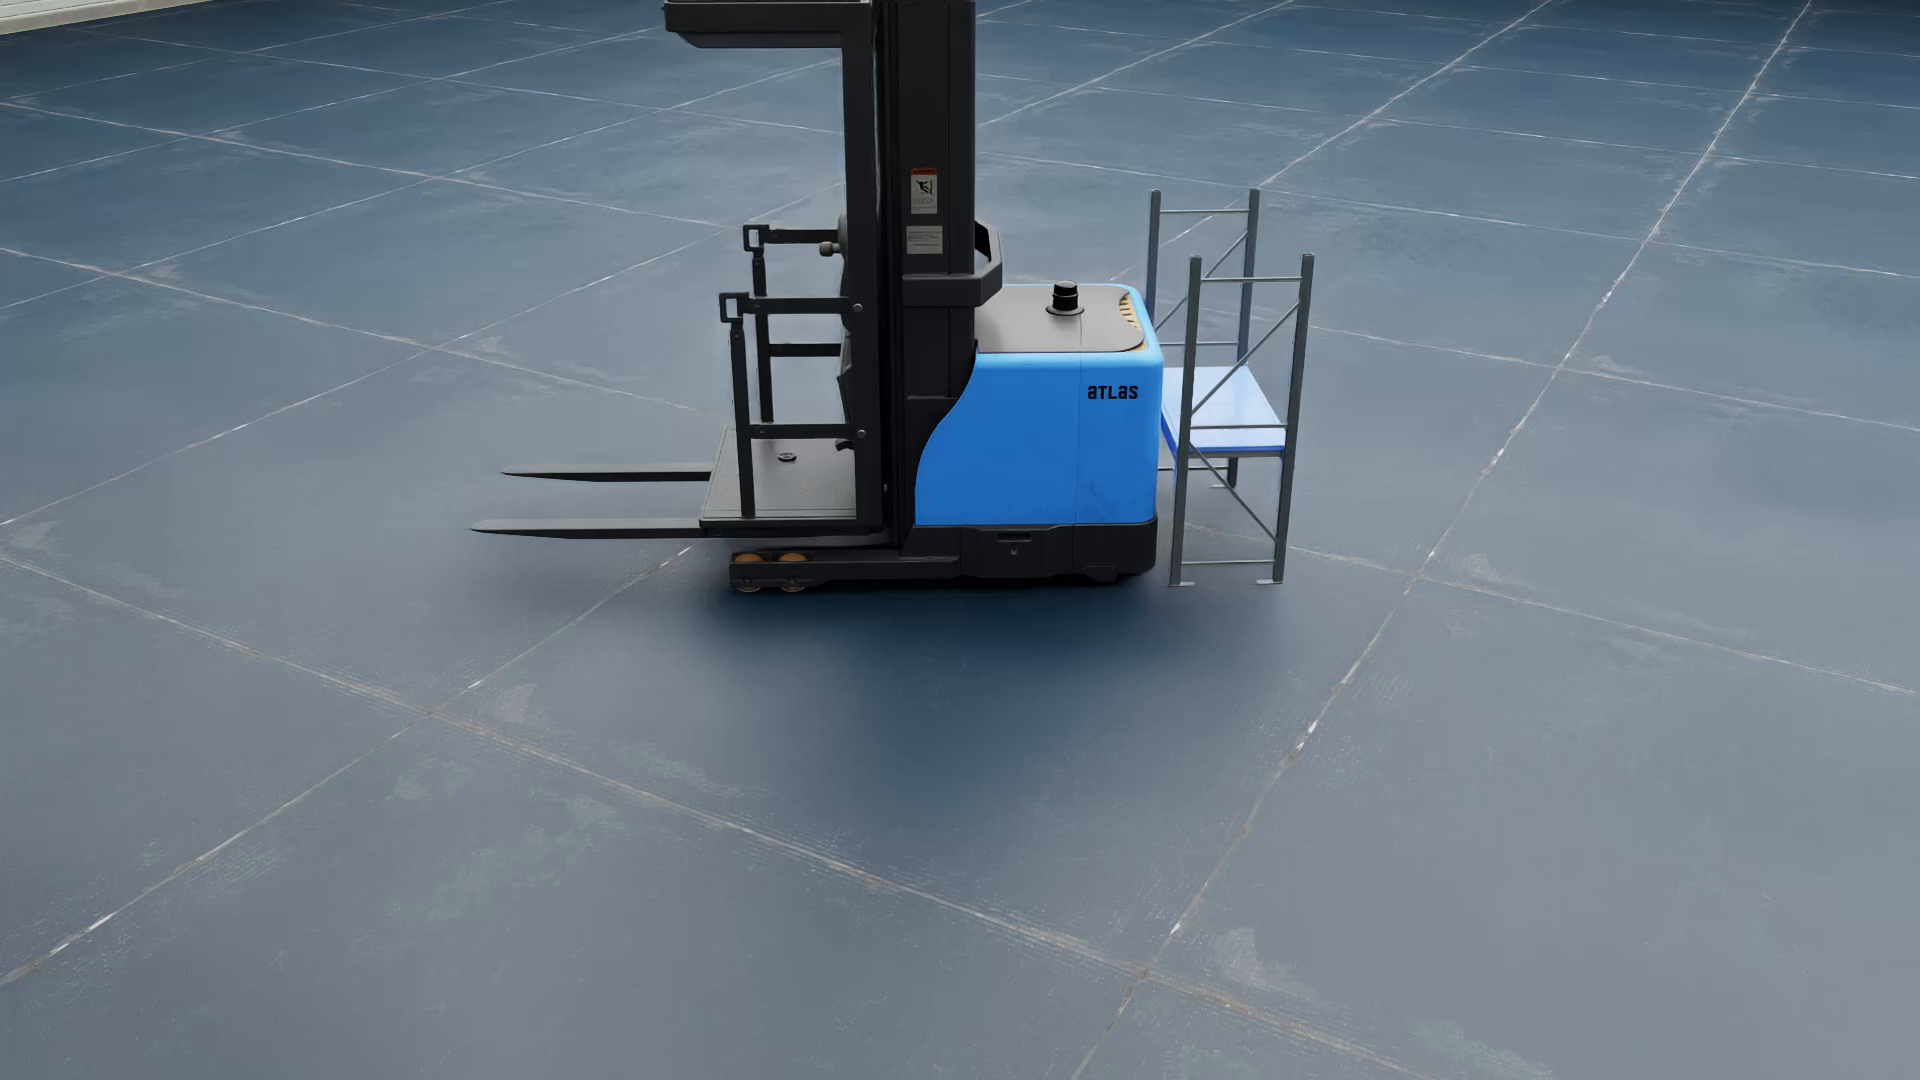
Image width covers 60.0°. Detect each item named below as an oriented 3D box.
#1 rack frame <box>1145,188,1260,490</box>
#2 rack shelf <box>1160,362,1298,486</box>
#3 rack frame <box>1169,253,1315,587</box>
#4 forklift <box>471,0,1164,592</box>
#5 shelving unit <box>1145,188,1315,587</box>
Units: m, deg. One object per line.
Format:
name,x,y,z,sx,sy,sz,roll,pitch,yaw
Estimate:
rack frame,1.122,-0.930,7.932,0.500,1.500,0.032,-1,27,-3
rack shelf,1.150,-0.542,7.559,0.538,0.185,1.000,-1,27,-3
rack frame,1.177,-0.476,7.024,0.500,1.500,0.032,-1,27,-3
forklift,-0.656,-1.321,7.115,3.031,2.935,1.130,-1,27,-1
shelving unit,1.150,-0.703,7.478,0.538,1.500,1.048,-1,27,-3
